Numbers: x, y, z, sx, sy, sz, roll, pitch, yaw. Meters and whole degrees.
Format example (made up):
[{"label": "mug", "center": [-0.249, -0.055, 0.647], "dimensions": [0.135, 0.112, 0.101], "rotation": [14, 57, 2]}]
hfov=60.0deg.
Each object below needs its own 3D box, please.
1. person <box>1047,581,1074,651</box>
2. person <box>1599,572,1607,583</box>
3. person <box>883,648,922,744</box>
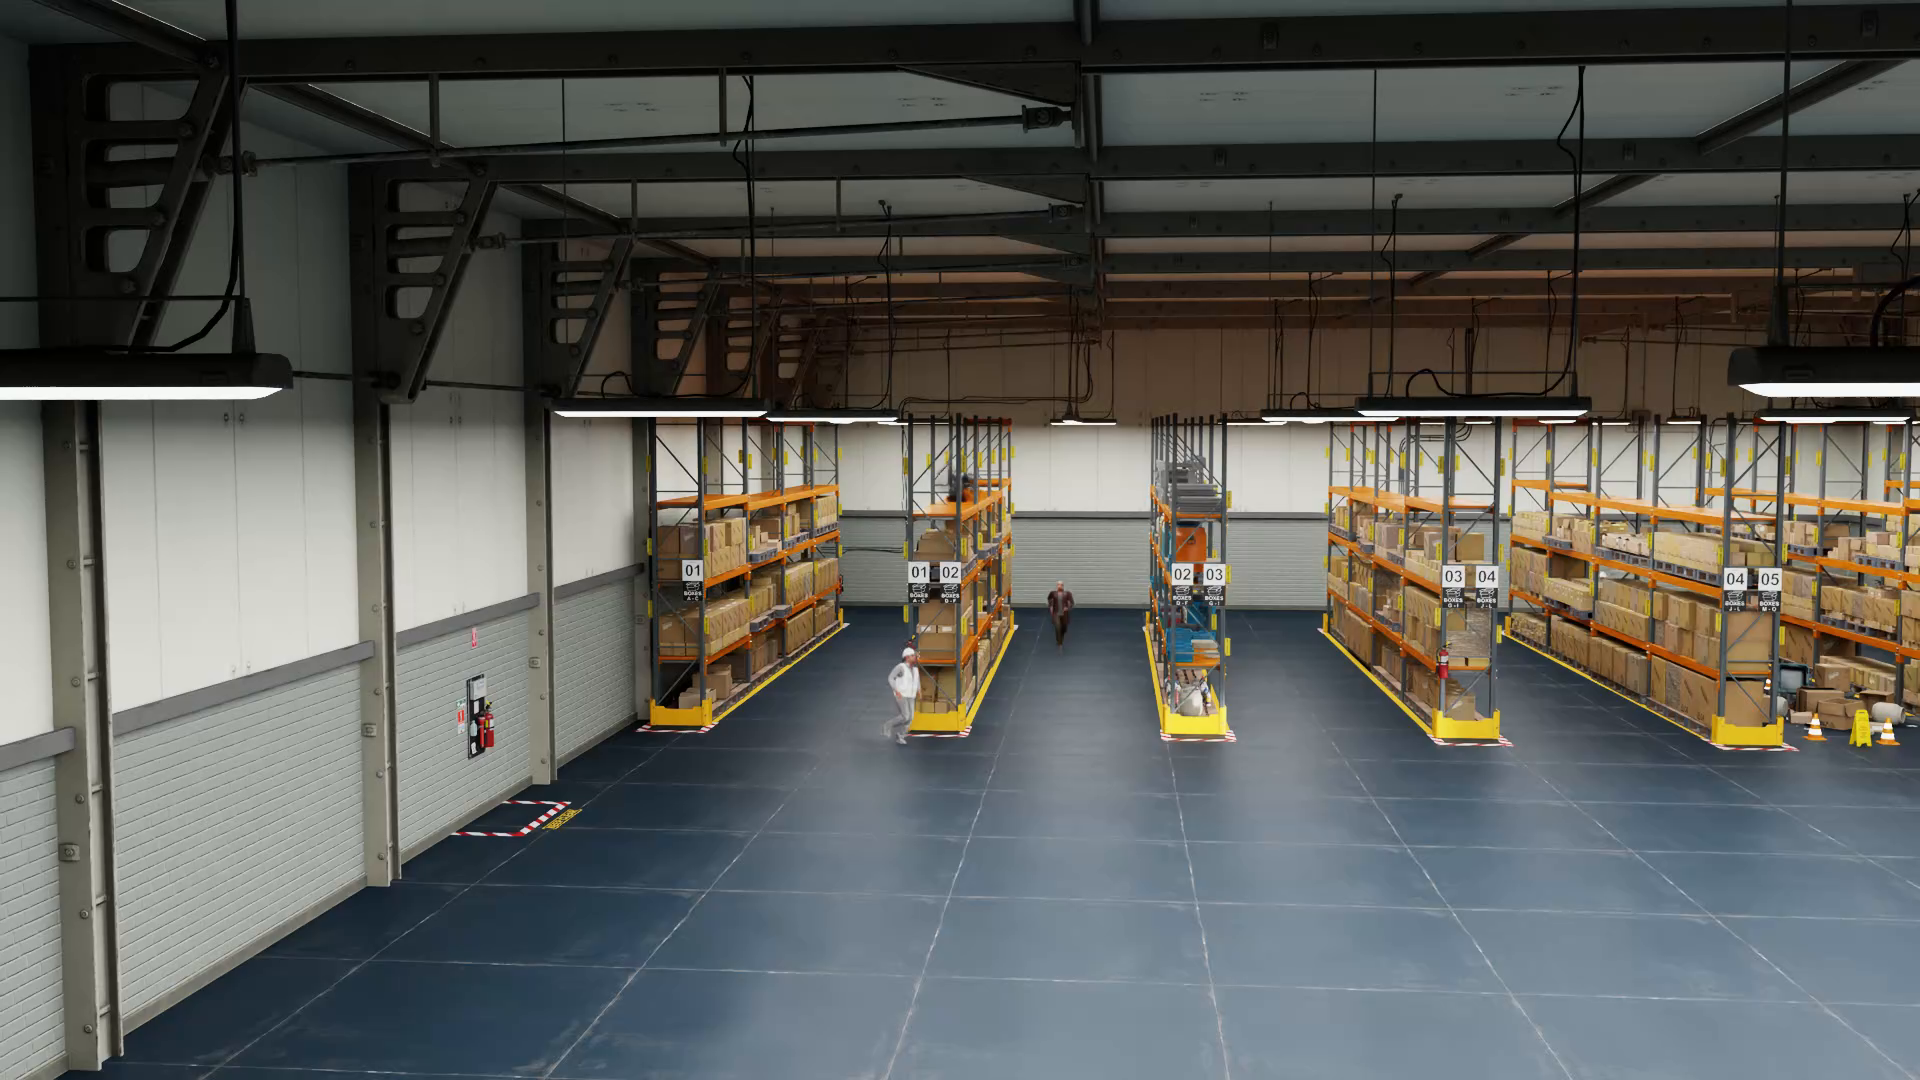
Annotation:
[{"label": "person", "center": [2.624, 1.997, 43.244], "dimensions": [0.677, 1.708, 1.187], "rotation": [0, 4, -1]}, {"label": "person", "center": [18.615, 1.754, 47.217], "dimensions": [1.054, 1.688, 0.672], "rotation": [1, 4, 14]}, {"label": "person", "center": [-0.999, 2.829, 30.324], "dimensions": [0.558, 1.718, 0.722], "rotation": [3, 5, 41]}]
